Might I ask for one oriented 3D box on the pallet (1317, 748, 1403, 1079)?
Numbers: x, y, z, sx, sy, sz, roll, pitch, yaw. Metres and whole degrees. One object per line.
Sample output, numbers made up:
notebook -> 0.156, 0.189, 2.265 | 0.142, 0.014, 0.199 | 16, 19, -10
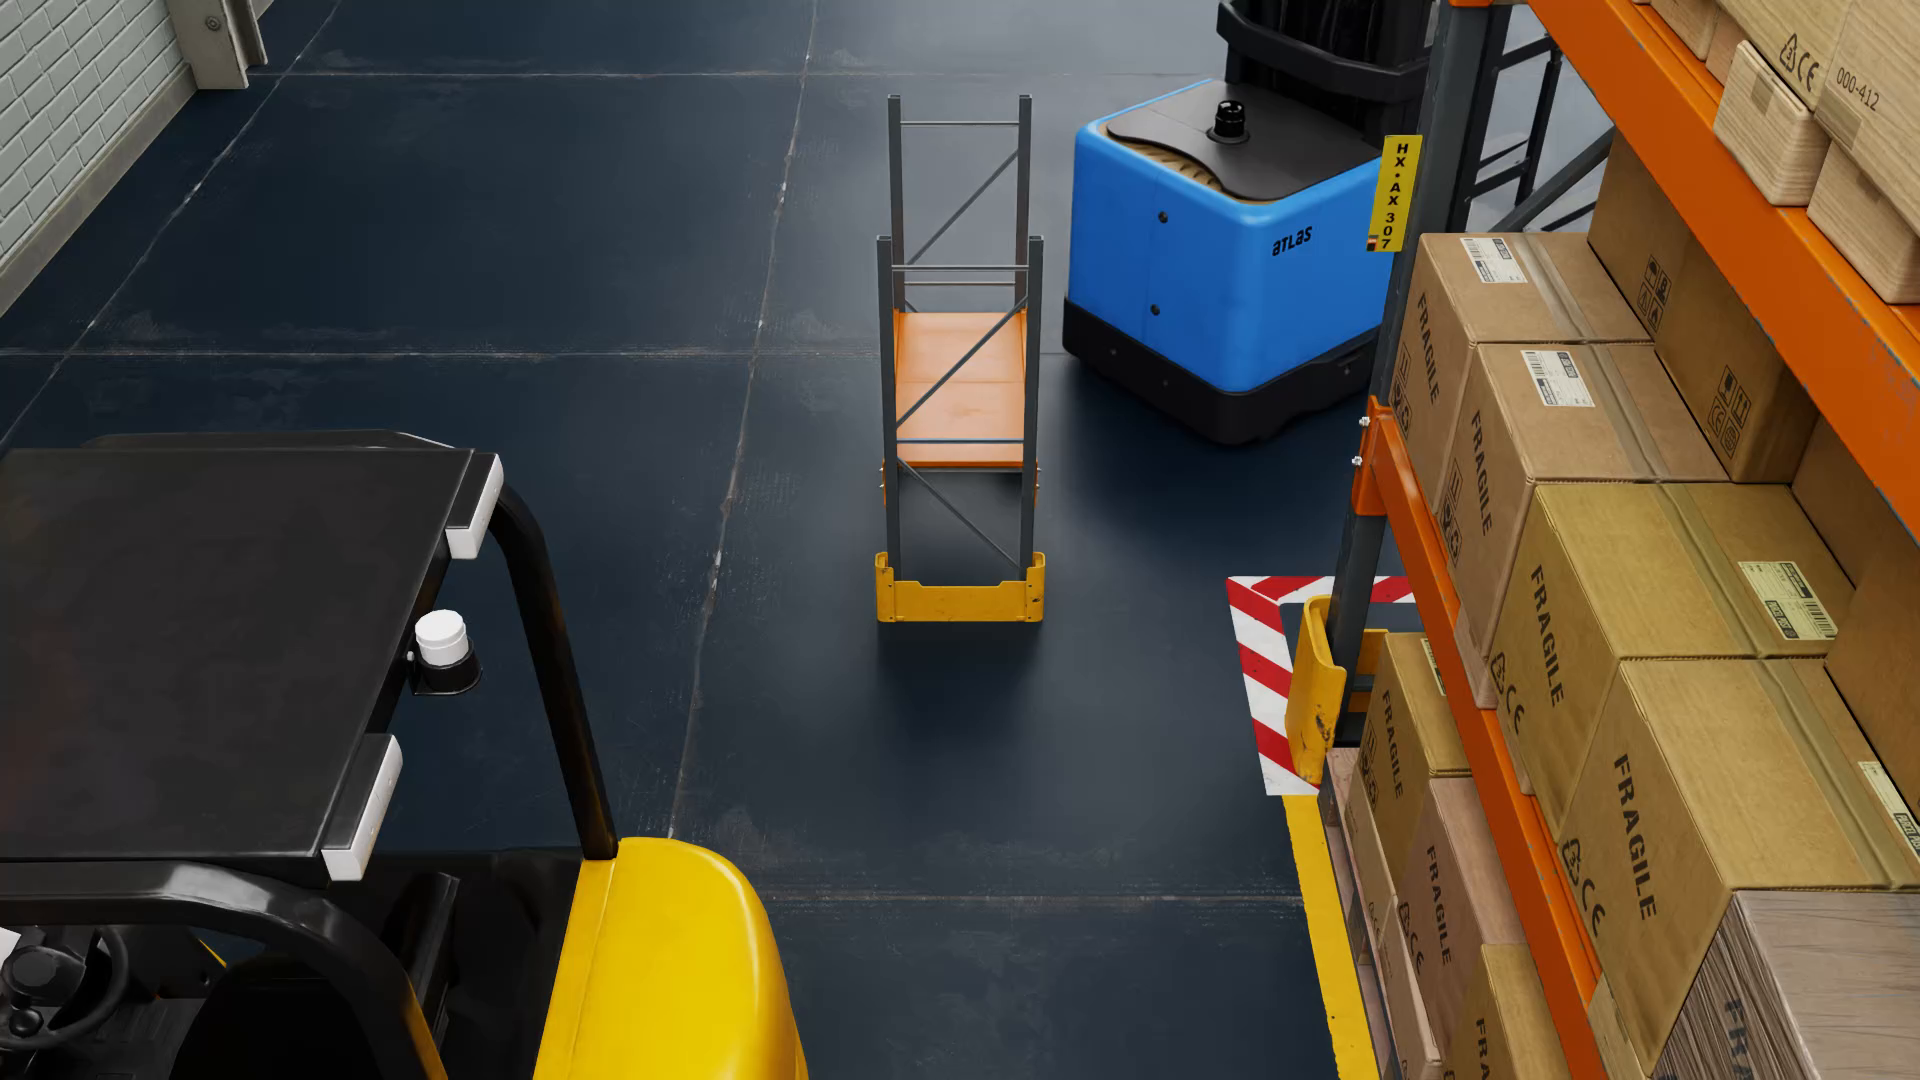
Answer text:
pallet -> 1.624, 1.096, 4.714 | 1.003, 0.211, 1.213 | 0, 39, 0

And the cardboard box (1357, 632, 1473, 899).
cardboard box -> 1.383, 0.588, 4.381 | 0.500, 0.500, 0.500 | -1, 39, -2

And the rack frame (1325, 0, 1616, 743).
rack frame -> 1.658, -0.548, 4.535 | 1.000, 3.000, 0.127 | 0, 39, 0

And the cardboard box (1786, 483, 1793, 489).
cardboard box -> 1.930, -0.051, 3.597 | 0.500, 0.500, 0.500 | 0, 39, 0

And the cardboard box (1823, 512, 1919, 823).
cardboard box -> 1.835, 0.173, 2.518 | 0.700, 0.500, 0.500 | 0, 39, 0

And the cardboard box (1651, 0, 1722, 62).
cardboard box -> 1.414, -0.928, 2.812 | 0.380, 0.149, 0.250 | 0, 39, 0

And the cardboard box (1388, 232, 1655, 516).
cardboard box -> 1.381, -0.407, 4.041 | 0.500, 0.500, 0.500 | -1, 39, -1

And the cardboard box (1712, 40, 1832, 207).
cardboard box -> 1.339, -0.605, 2.408 | 0.380, 0.149, 0.250 | 0, 39, 0

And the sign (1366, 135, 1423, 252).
sign -> 1.115, -0.885, 4.264 | 0.100, 0.325, 0.005 | 0, 39, 0

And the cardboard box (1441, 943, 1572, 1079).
cardboard box -> 1.380, 1.229, 3.581 | 0.500, 0.500, 0.500 | 1, 39, 1

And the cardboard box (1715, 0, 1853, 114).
cardboard box -> 1.408, -0.823, 2.362 | 0.500, 0.250, 0.500 | 1, 39, 1

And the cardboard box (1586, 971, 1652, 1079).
cardboard box -> 1.346, 0.894, 2.936 | 0.380, 0.149, 0.250 | 0, 39, 0

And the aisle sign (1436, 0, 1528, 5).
aisle sign -> 1.348, -1.601, 3.770 | 0.394, 0.787, 0.004 | 0, 39, 0

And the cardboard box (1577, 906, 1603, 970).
cardboard box -> 1.404, 0.737, 3.132 | 0.380, 0.149, 0.250 | -1, 39, -1

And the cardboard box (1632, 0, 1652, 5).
cardboard box -> 1.390, -1.083, 3.005 | 0.380, 0.149, 0.250 | 1, 39, 1

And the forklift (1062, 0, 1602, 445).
forklift -> 1.903, -2.291, 6.765 | 3.031, 2.935, 1.130 | -27, 46, -30

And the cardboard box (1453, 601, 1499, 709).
cardboard box -> 1.339, 0.245, 3.746 | 0.380, 0.149, 0.250 | 1, 39, 1

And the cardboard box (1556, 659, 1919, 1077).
cardboard box -> 1.395, 0.554, 2.842 | 0.500, 0.500, 0.500 | -1, 39, -1

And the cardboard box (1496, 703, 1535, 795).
cardboard box -> 1.373, 0.407, 3.544 | 0.380, 0.149, 0.250 | 1, 39, 1

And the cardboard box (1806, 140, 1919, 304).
cardboard box -> 1.380, -0.440, 2.203 | 0.380, 0.149, 0.250 | -1, 39, -1

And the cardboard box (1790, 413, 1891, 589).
cardboard box -> 1.973, -0.139, 2.907 | 0.700, 0.500, 0.500 | 0, 39, -1

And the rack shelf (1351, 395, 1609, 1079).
rack shelf -> 1.660, 0.983, 3.199 | 1.077, 0.370, 4.000 | 0, 39, 0

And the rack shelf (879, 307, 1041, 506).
rack shelf -> 0.000, -0.498, 5.960 | 0.538, 0.185, 1.000 | 0, 39, 0

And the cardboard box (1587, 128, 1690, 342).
cardboard box -> 1.877, -0.774, 3.700 | 0.700, 0.500, 0.500 | -1, 39, -1

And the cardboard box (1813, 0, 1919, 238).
cardboard box -> 1.389, -0.503, 1.963 | 0.500, 0.250, 0.500 | 1, 39, 1

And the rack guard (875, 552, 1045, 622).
rack guard -> 0.000, 0.166, 5.843 | 0.587, 0.250, 0.087 | 0, 39, 0

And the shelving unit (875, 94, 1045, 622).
shelving unit -> 0.000, -0.633, 5.840 | 0.587, 1.500, 1.083 | 0, 39, 0

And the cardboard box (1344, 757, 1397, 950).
cardboard box -> 1.382, 0.866, 4.634 | 0.500, 0.250, 0.500 | 0, 39, 0

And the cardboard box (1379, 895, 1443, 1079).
cardboard box -> 1.375, 1.185, 4.236 | 0.500, 0.250, 0.500 | 1, 39, 2

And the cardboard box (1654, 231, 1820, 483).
cardboard box -> 1.870, -0.457, 3.305 | 0.700, 0.500, 0.500 | 0, 39, 0

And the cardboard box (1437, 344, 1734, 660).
cardboard box -> 1.385, -0.083, 3.637 | 0.500, 0.500, 0.500 | 1, 39, 1

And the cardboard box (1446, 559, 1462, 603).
cardboard box -> 1.385, 0.086, 3.944 | 0.380, 0.149, 0.250 | -1, 39, -1

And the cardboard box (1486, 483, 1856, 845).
cardboard box -> 1.387, 0.236, 3.239 | 0.500, 0.500, 0.500 | -1, 39, -1

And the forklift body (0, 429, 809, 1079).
forklift body -> -1.479, 0.974, 3.315 | 2.313, 2.155, 1.214 | 0, 39, 0

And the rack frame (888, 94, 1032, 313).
rack frame -> -0.001, -0.956, 6.244 | 0.500, 1.500, 0.032 | 0, 39, 0

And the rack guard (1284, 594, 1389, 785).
rack guard -> 1.658, 0.475, 5.258 | 1.175, 0.500, 0.348 | 0, 39, 0

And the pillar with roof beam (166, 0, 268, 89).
pillar with roof beam -> 0.092, -6.202, 6.794 | 9.100, 9.000, 0.400 | 0, 39, 0

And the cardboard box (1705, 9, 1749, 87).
cardboard box -> 1.419, -0.762, 2.605 | 0.380, 0.149, 0.250 | -1, 39, -1

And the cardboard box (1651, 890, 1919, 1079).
cardboard box -> 1.401, 0.874, 2.443 | 0.500, 0.500, 0.500 | 1, 39, 1

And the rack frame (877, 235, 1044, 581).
rack frame -> 0.000, -0.321, 5.451 | 0.500, 1.500, 0.032 | 0, 39, 0

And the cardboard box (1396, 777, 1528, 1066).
cardboard box -> 1.388, 0.915, 3.973 | 0.500, 0.500, 0.500 | -1, 39, -2
